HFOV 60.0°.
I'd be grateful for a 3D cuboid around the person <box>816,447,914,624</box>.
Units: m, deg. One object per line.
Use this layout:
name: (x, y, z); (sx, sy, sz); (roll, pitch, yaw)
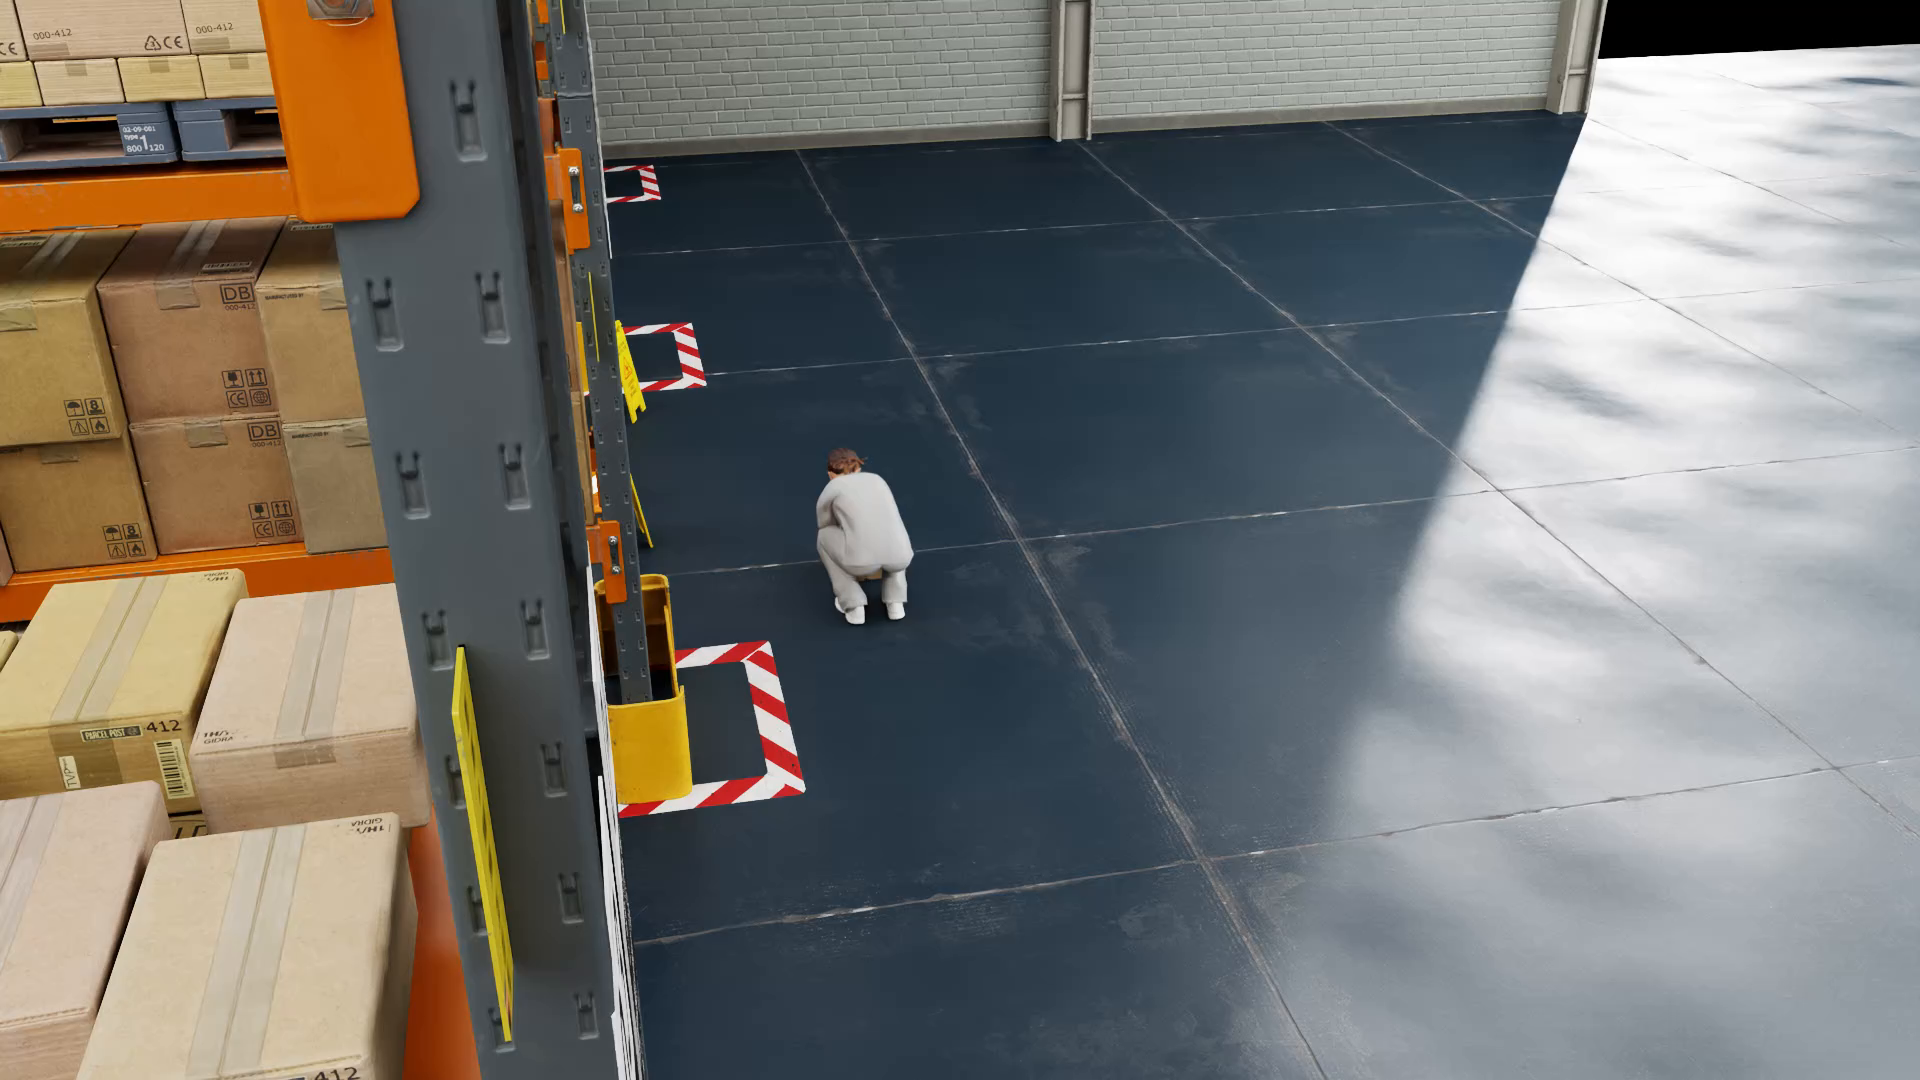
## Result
person: (-0.506, 0.003, 8.728); (0.469, 0.801, 0.837); (-6, 28, -12)
